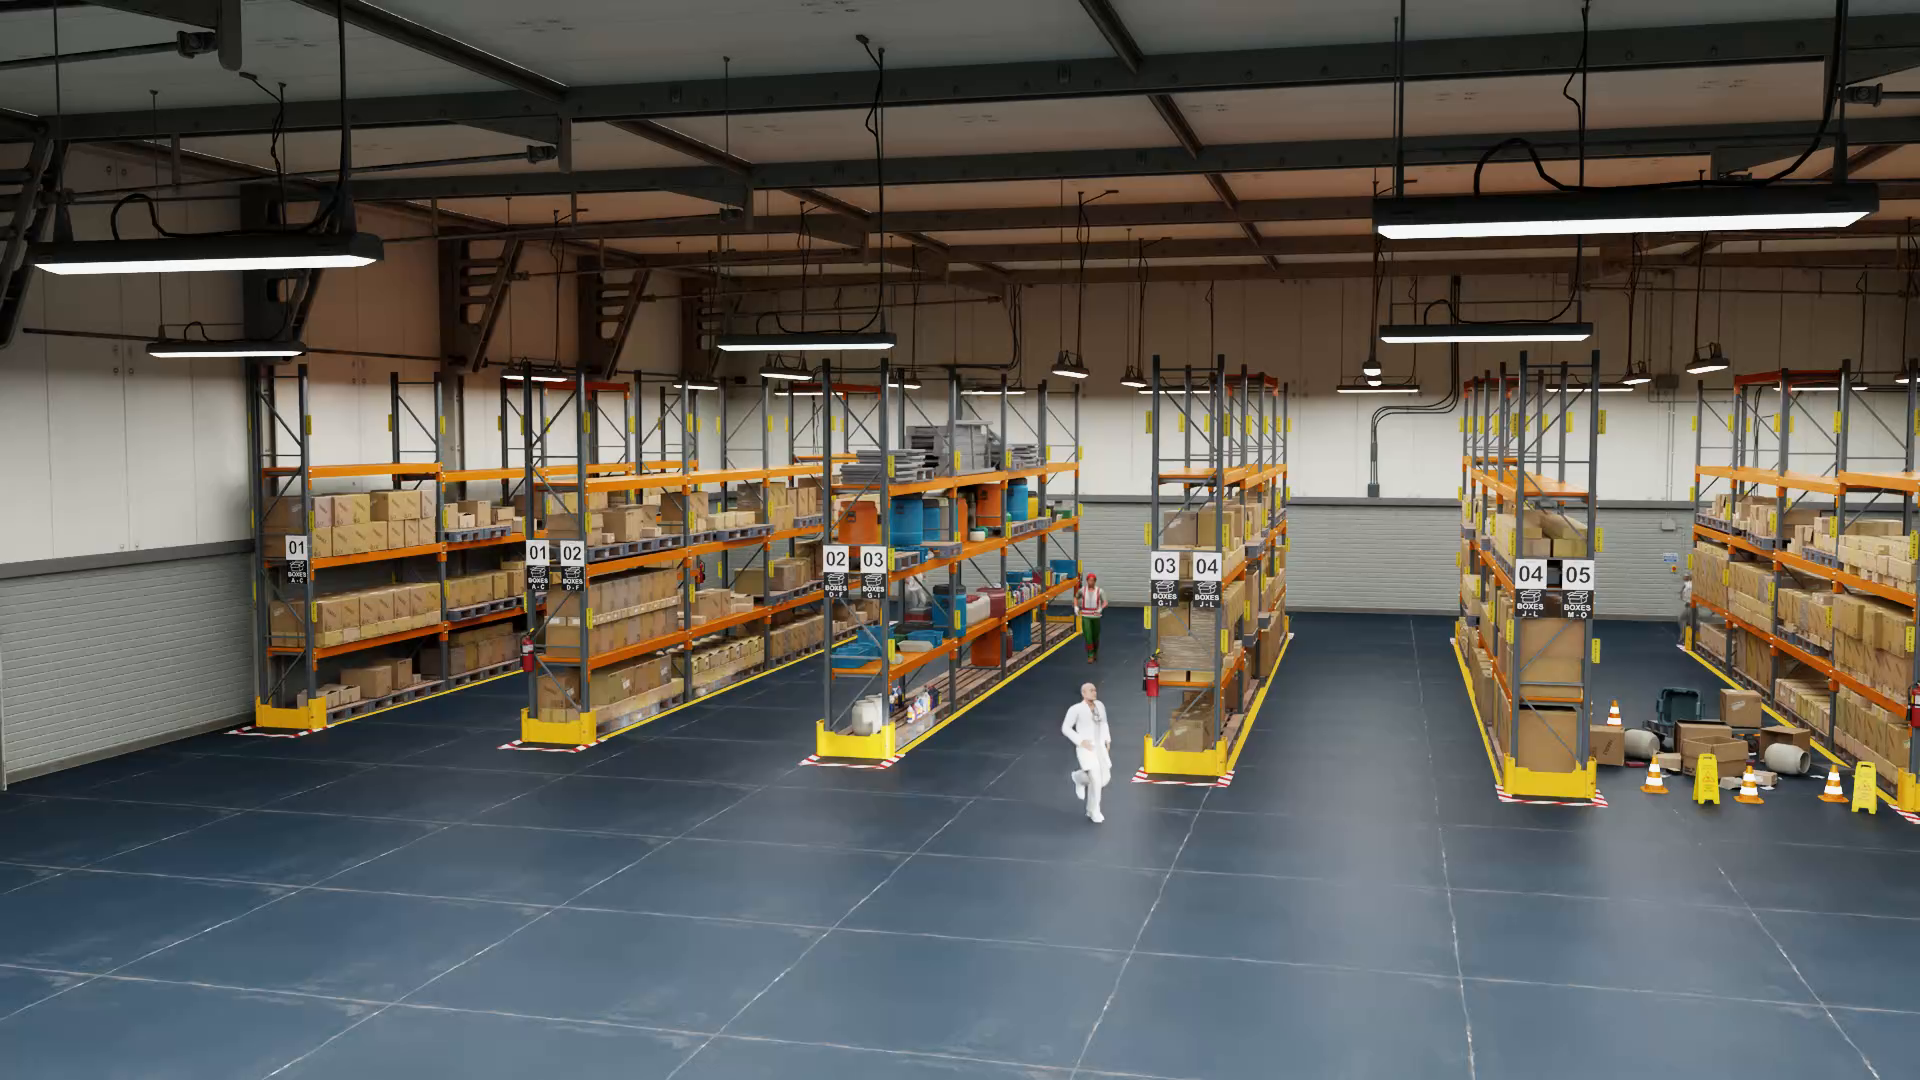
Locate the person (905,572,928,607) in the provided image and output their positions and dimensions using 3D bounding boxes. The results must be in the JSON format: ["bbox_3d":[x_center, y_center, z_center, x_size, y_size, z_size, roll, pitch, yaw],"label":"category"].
[{"bbox_3d":[-1.169,1.249,42.090,0.728,1.746,0.790,-2,5,-32],"label":"person"}]

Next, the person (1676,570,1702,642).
[{"bbox_3d":[16.819,1.543,38.258,0.702,1.718,0.615,4,5,42],"label":"person"}]

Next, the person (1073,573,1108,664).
[{"bbox_3d":[2.602,1.551,33.202,0.686,1.779,0.815,0,4,5],"label":"person"}]

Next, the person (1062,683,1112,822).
[{"bbox_3d":[1.643,2.686,21.212,0.742,1.733,0.638,-3,5,-39],"label":"person"}]
